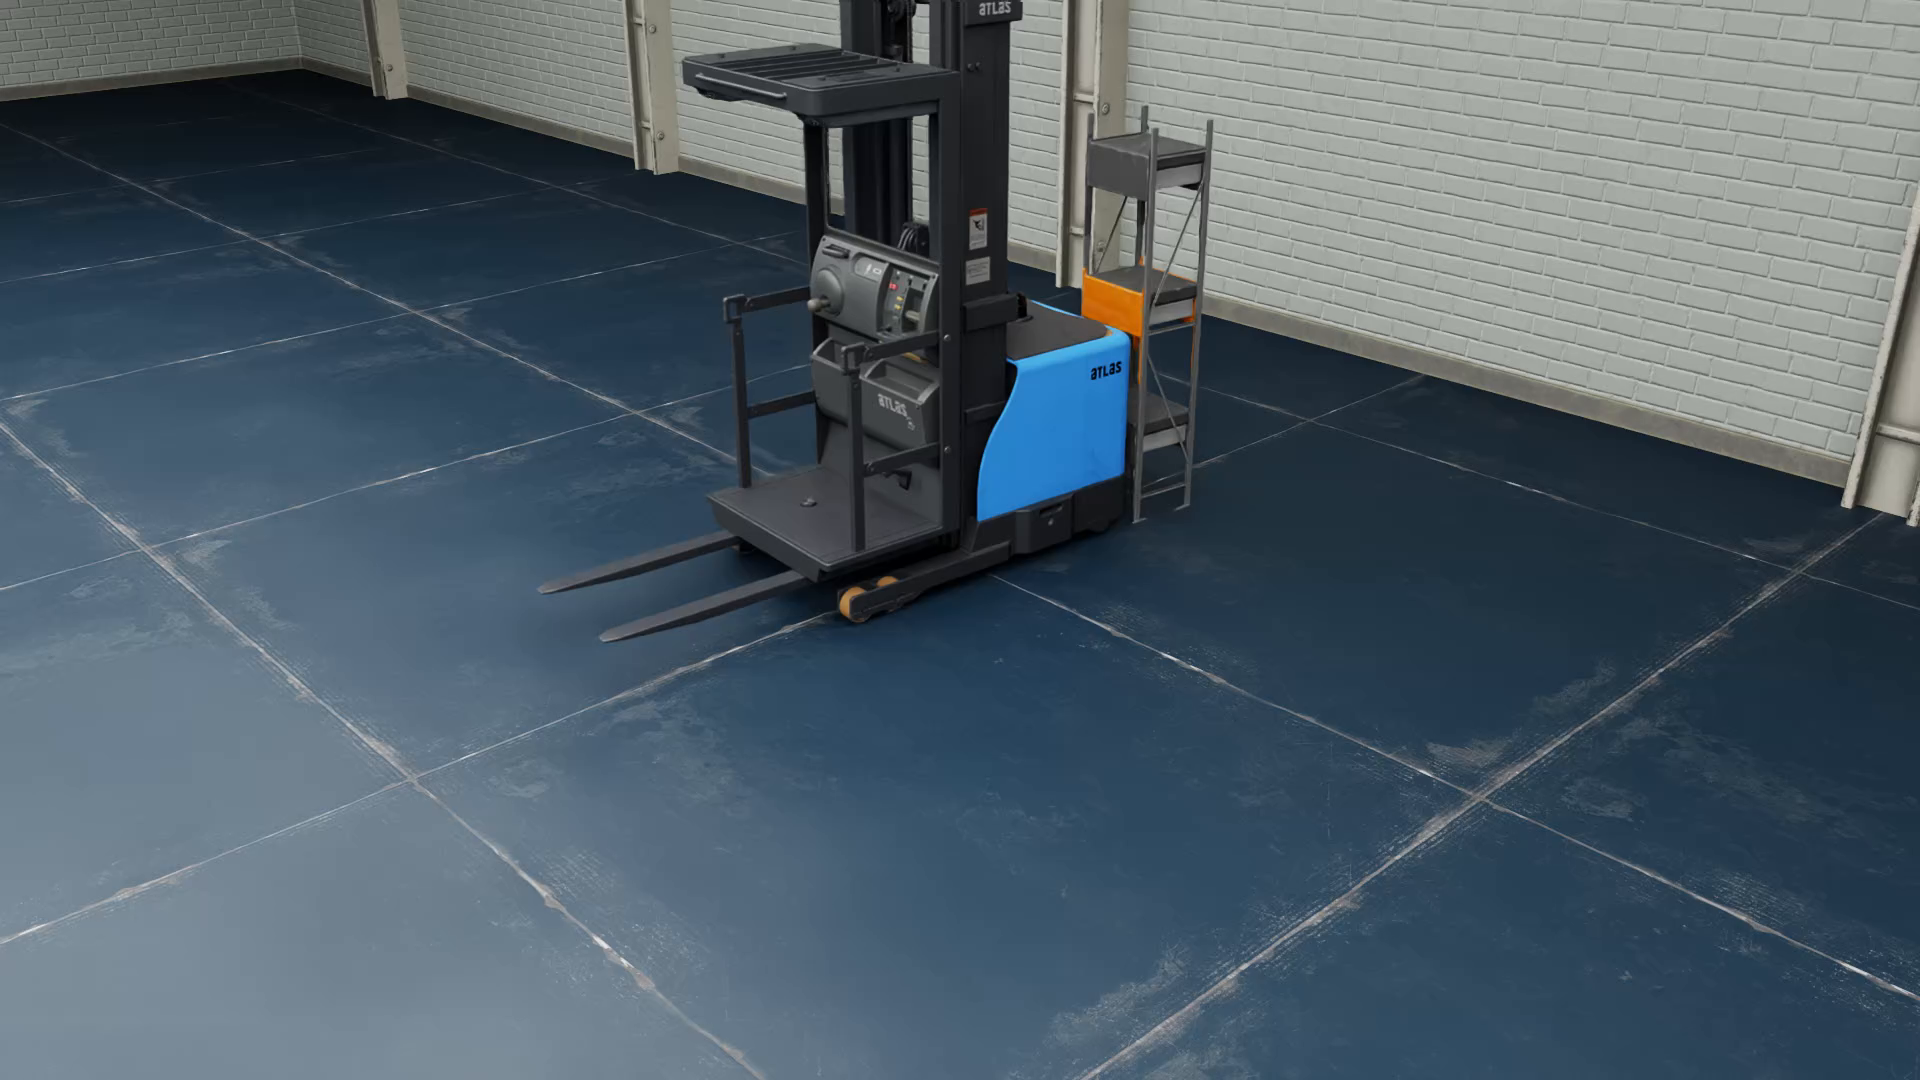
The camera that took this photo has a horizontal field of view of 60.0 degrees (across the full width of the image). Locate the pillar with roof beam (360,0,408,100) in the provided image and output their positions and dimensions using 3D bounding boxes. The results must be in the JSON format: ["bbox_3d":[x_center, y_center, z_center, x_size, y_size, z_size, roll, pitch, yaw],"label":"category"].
[{"bbox_3d":[-10.345,-8.499,16.538,9.100,9.000,0.400,-21,32,-38],"label":"pillar with roof beam"}]

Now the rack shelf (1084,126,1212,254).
[{"bbox_3d":[0.956,-1.800,8.511,0.431,0.518,0.480,-17,29,-32],"label":"rack shelf"}]

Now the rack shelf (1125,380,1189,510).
[{"bbox_3d":[0.956,-0.526,9.092,0.431,0.518,0.480,-17,29,-32],"label":"rack shelf"}]

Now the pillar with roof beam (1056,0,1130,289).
[{"bbox_3d":[-2.143,-4.863,8.569,9.100,9.000,0.400,-21,32,-38],"label":"pillar with roof beam"}]

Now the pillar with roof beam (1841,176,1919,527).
[{"bbox_3d":[1.957,-3.046,4.584,9.100,9.000,0.400,-21,32,-38],"label":"pillar with roof beam"}]

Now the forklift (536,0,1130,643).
[{"bbox_3d":[-0.579,-1.188,7.823,3.031,2.935,1.130,-18,30,-35],"label":"forklift"}]

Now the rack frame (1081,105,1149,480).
[{"bbox_3d":[0.813,-1.258,8.977,0.400,2.100,0.015,-17,29,-32],"label":"rack frame"}]

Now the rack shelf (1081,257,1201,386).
[{"bbox_3d":[0.956,-1.163,8.802,0.431,0.518,0.480,-17,29,-32],"label":"rack shelf"}]

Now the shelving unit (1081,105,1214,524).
[{"bbox_3d":[0.956,-1.175,8.796,0.431,2.100,0.503,-17,29,-32],"label":"shelving unit"}]

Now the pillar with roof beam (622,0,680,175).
[{"bbox_3d":[-6.244,-6.681,12.553,9.100,9.000,0.400,-21,32,-38],"label":"pillar with roof beam"}]

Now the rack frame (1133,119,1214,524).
[{"bbox_3d":[1.098,-1.093,8.616,0.400,2.100,0.015,-17,29,-32],"label":"rack frame"}]
